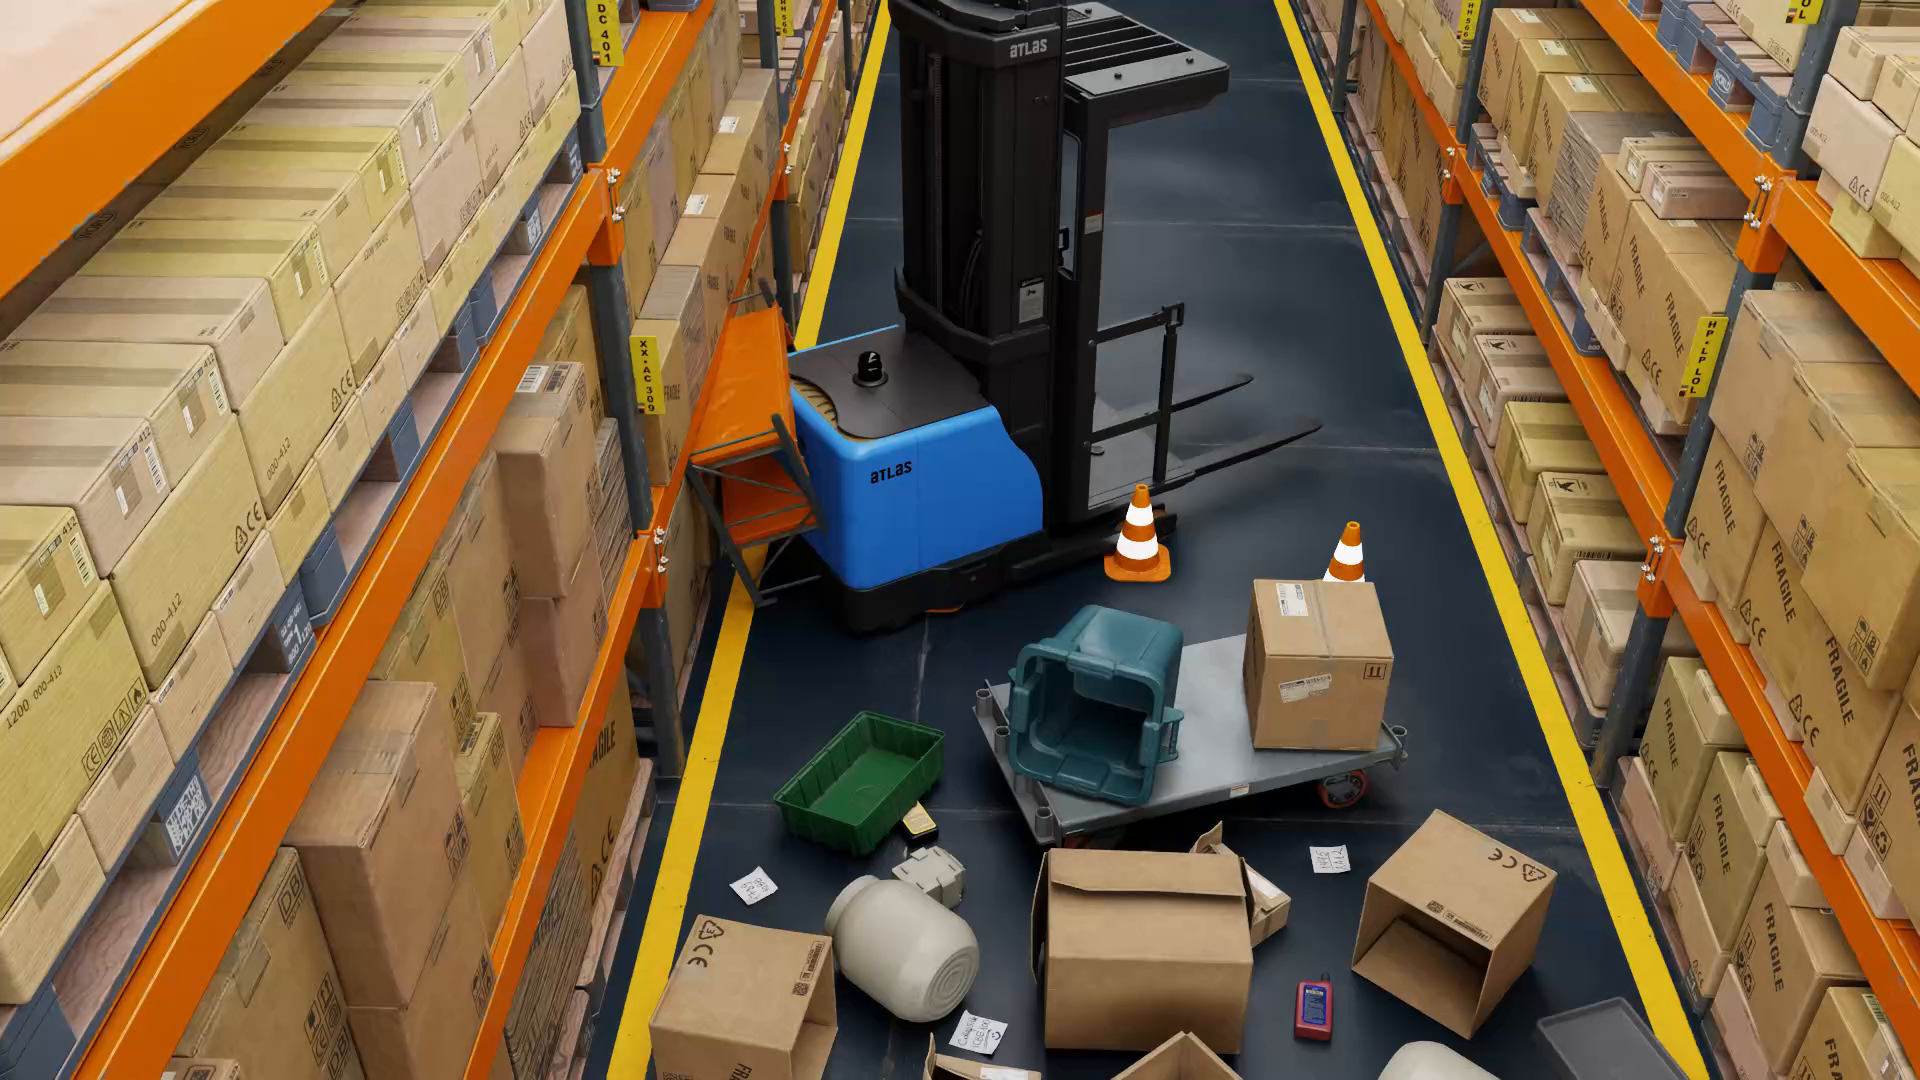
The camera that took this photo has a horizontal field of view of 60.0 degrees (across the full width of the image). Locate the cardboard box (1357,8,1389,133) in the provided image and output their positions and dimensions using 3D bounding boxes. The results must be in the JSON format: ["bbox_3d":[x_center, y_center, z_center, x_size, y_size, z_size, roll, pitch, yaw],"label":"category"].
[{"bbox_3d":[3.620,-3.716,12.857,0.875,0.875,0.875,2,35,3],"label":"cardboard box"}]

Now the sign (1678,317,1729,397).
[{"bbox_3d":[2.689,-0.660,6.019,0.100,0.325,0.005,1,35,2],"label":"sign"}]

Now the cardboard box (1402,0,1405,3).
[{"bbox_3d":[3.208,-3.788,11.173,0.500,0.250,0.500,0,35,0],"label":"cardboard box"}]

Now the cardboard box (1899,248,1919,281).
[{"bbox_3d":[3.020,-0.832,4.881,0.380,0.149,0.250,1,35,2],"label":"cardboard box"}]

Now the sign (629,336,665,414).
[{"bbox_3d":[-9.125,-0.845,6.409,16.064,0.392,0.098,1,35,2],"label":"sign"}]

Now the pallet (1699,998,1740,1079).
[{"bbox_3d":[3.206,2.055,5.588,1.003,0.211,1.213,1,35,2],"label":"pallet"}]

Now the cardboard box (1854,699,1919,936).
[{"bbox_3d":[2.917,0.776,4.637,0.500,0.500,0.500,2,35,2],"label":"cardboard box"}]

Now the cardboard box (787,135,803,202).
[{"bbox_3d":[-1.276,-2.376,10.625,0.500,0.250,0.500,0,35,0],"label":"cardboard box"}]

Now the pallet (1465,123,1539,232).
[{"bbox_3d":[3.482,-1.983,9.075,1.213,0.211,1.003,1,35,2],"label":"pallet"}]

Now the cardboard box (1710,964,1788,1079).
[{"bbox_3d":[2.922,1.722,5.662,0.500,0.250,0.500,1,35,1],"label":"cardboard box"}]

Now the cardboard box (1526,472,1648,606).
[{"bbox_3d":[3.644,-2.724,10.260,0.950,2.239,7.527,3,35,5],"label":"cardboard box"}]

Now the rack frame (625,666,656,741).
[{"bbox_3d":[-1.710,-0.232,6.417,0.949,2.616,0.053,1,35,2],"label":"rack frame"}]

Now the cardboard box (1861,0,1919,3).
[{"bbox_3d":[3.140,-2.053,5.731,0.500,0.250,0.500,2,35,3],"label":"cardboard box"}]

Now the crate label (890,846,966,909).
[{"bbox_3d":[-0.132,1.361,6.640,0.298,0.136,0.250,-24,42,-30],"label":"crate label"}]

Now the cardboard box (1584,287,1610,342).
[{"bbox_3d":[2.998,-0.993,7.353,0.380,0.149,0.250,2,35,2],"label":"cardboard box"}]

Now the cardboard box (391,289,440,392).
[{"bbox_3d":[-1.462,-0.475,3.921,0.380,0.149,0.250,1,35,2],"label":"cardboard box"}]

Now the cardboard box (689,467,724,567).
[{"bbox_3d":[-1.729,-0.396,8.242,1.050,0.750,0.750,1,35,2],"label":"cardboard box"}]

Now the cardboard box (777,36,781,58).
[{"bbox_3d":[-1.315,-3.005,10.216,0.380,0.149,0.250,3,35,4],"label":"cardboard box"}]

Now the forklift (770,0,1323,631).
[{"bbox_3d":[0.539,-1.345,8.137,3.031,2.843,1.129,-19,39,-24],"label":"forklift"}]

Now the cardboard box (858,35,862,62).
[{"bbox_3d":[-1.039,-4.188,14.160,0.380,0.149,0.250,2,35,3],"label":"cardboard box"}]

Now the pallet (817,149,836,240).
[{"bbox_3d":[-1.461,-2.537,12.122,1.003,0.211,1.213,1,35,2],"label":"pallet"}]

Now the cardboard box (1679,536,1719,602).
[{"bbox_3d":[2.911,0.101,6.162,0.380,0.149,0.250,1,35,2],"label":"cardboard box"}]

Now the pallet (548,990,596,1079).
[{"bbox_3d":[-1.861,2.047,5.599,1.003,0.211,1.213,1,35,2],"label":"pallet"}]

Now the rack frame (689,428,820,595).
[{"bbox_3d":[-0.897,-0.115,7.752,0.475,0.981,0.013,-16,46,4],"label":"rack frame"}]

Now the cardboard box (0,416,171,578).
[{"bbox_3d":[-1.514,-0.072,2.654,0.380,0.149,0.250,1,35,1],"label":"cardboard box"}]

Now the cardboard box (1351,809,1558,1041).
[{"bbox_3d":[1.841,1.431,6.223,0.500,0.500,0.500,28,44,33],"label":"cardboard box"}]

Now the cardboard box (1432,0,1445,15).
[{"bbox_3d":[3.176,-3.521,10.141,0.500,0.500,0.500,2,35,3],"label":"cardboard box"}]

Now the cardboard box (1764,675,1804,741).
[{"bbox_3d":[2.927,0.542,5.534,0.380,0.149,0.250,2,35,3],"label":"cardboard box"}]

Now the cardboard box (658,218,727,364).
[{"bbox_3d":[-1.374,-1.146,7.630,0.500,0.500,0.500,1,35,2],"label":"cardboard box"}]

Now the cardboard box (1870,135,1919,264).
[{"bbox_3d":[2.941,-0.920,4.659,0.500,0.250,0.500,1,35,1],"label":"cardboard box"}]

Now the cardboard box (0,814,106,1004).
[{"bbox_3d":[-1.533,0.540,2.476,0.380,0.149,0.250,2,35,2],"label":"cardboard box"}]

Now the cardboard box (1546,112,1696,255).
[{"bbox_3d":[3.099,-1.663,7.742,0.500,0.500,0.500,0,35,0],"label":"cardboard box"}]

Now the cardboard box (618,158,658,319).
[{"bbox_3d":[-1.673,-1.263,6.927,0.700,0.500,0.500,1,35,1],"label":"cardboard box"}]

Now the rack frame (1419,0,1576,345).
[{"bbox_3d":[3.405,-2.473,9.606,1.000,3.000,0.127,1,35,2],"label":"rack frame"}]

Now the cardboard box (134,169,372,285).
[{"bbox_3d":[-1.473,-0.659,3.488,0.380,0.149,0.250,2,35,3],"label":"cardboard box"}]

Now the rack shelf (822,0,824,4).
[{"bbox_3d":[-1.465,-3.494,11.452,0.919,0.052,3.809,1,35,2],"label":"rack shelf"}]

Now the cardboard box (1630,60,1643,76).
[{"bbox_3d":[3.654,-2.243,8.568,0.500,0.500,0.500,1,35,1],"label":"cardboard box"}]

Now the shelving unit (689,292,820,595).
[{"bbox_3d":[-0.971,-0.471,8.107,0.538,0.981,1.030,-16,46,4],"label":"shelving unit"}]

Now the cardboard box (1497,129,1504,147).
[{"bbox_3d":[3.161,-2.198,9.068,0.380,0.149,0.250,-1,35,-1],"label":"cardboard box"}]

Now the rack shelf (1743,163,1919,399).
[{"bbox_3d":[3.164,0.041,4.046,1.077,0.370,4.000,1,35,2],"label":"rack shelf"}]

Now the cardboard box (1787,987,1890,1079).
[{"bbox_3d":[2.900,1.713,5.023,0.500,0.500,0.500,1,35,1],"label":"cardboard box"}]

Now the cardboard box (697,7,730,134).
[{"bbox_3d":[-1.592,-2.431,8.590,0.700,0.500,0.500,1,35,1],"label":"cardboard box"}]

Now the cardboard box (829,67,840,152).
[{"bbox_3d":[-1.184,-3.251,12.522,0.500,0.500,0.500,1,35,1],"label":"cardboard box"}]

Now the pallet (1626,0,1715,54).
[{"bbox_3d":[3.414,-2.274,6.877,1.213,0.211,1.003,1,35,2],"label":"pallet"}]

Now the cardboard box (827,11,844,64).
[{"bbox_3d":[-1.162,-3.850,12.722,0.500,0.250,0.500,0,35,1],"label":"cardboard box"}]

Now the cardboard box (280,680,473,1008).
[{"bbox_3d":[-1.725,0.714,4.001,0.875,0.550,0.550,1,35,2],"label":"cardboard box"}]

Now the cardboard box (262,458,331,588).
[{"bbox_3d":[-1.493,-0.040,3.302,0.380,0.149,0.250,1,35,2],"label":"cardboard box"}]

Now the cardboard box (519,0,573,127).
[{"bbox_3d":[-1.469,-1.443,4.951,0.500,0.250,0.500,1,35,1],"label":"cardboard box"}]

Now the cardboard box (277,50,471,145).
[{"bbox_3d":[-1.442,-1.095,4.110,0.380,0.149,0.250,1,35,2],"label":"cardboard box"}]

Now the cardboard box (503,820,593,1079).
[{"bbox_3d":[-1.834,1.344,5.658,0.875,0.875,0.875,2,35,2],"label":"cardboard box"}]

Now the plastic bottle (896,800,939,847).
[{"bbox_3d":[-0.209,1.164,6.986,0.133,0.061,0.283,-17,38,-22],"label":"plastic bottle"}]

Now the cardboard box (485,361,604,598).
[{"bbox_3d":[-1.661,-0.205,5.309,0.875,0.550,0.550,1,35,2],"label":"cardboard box"}]
